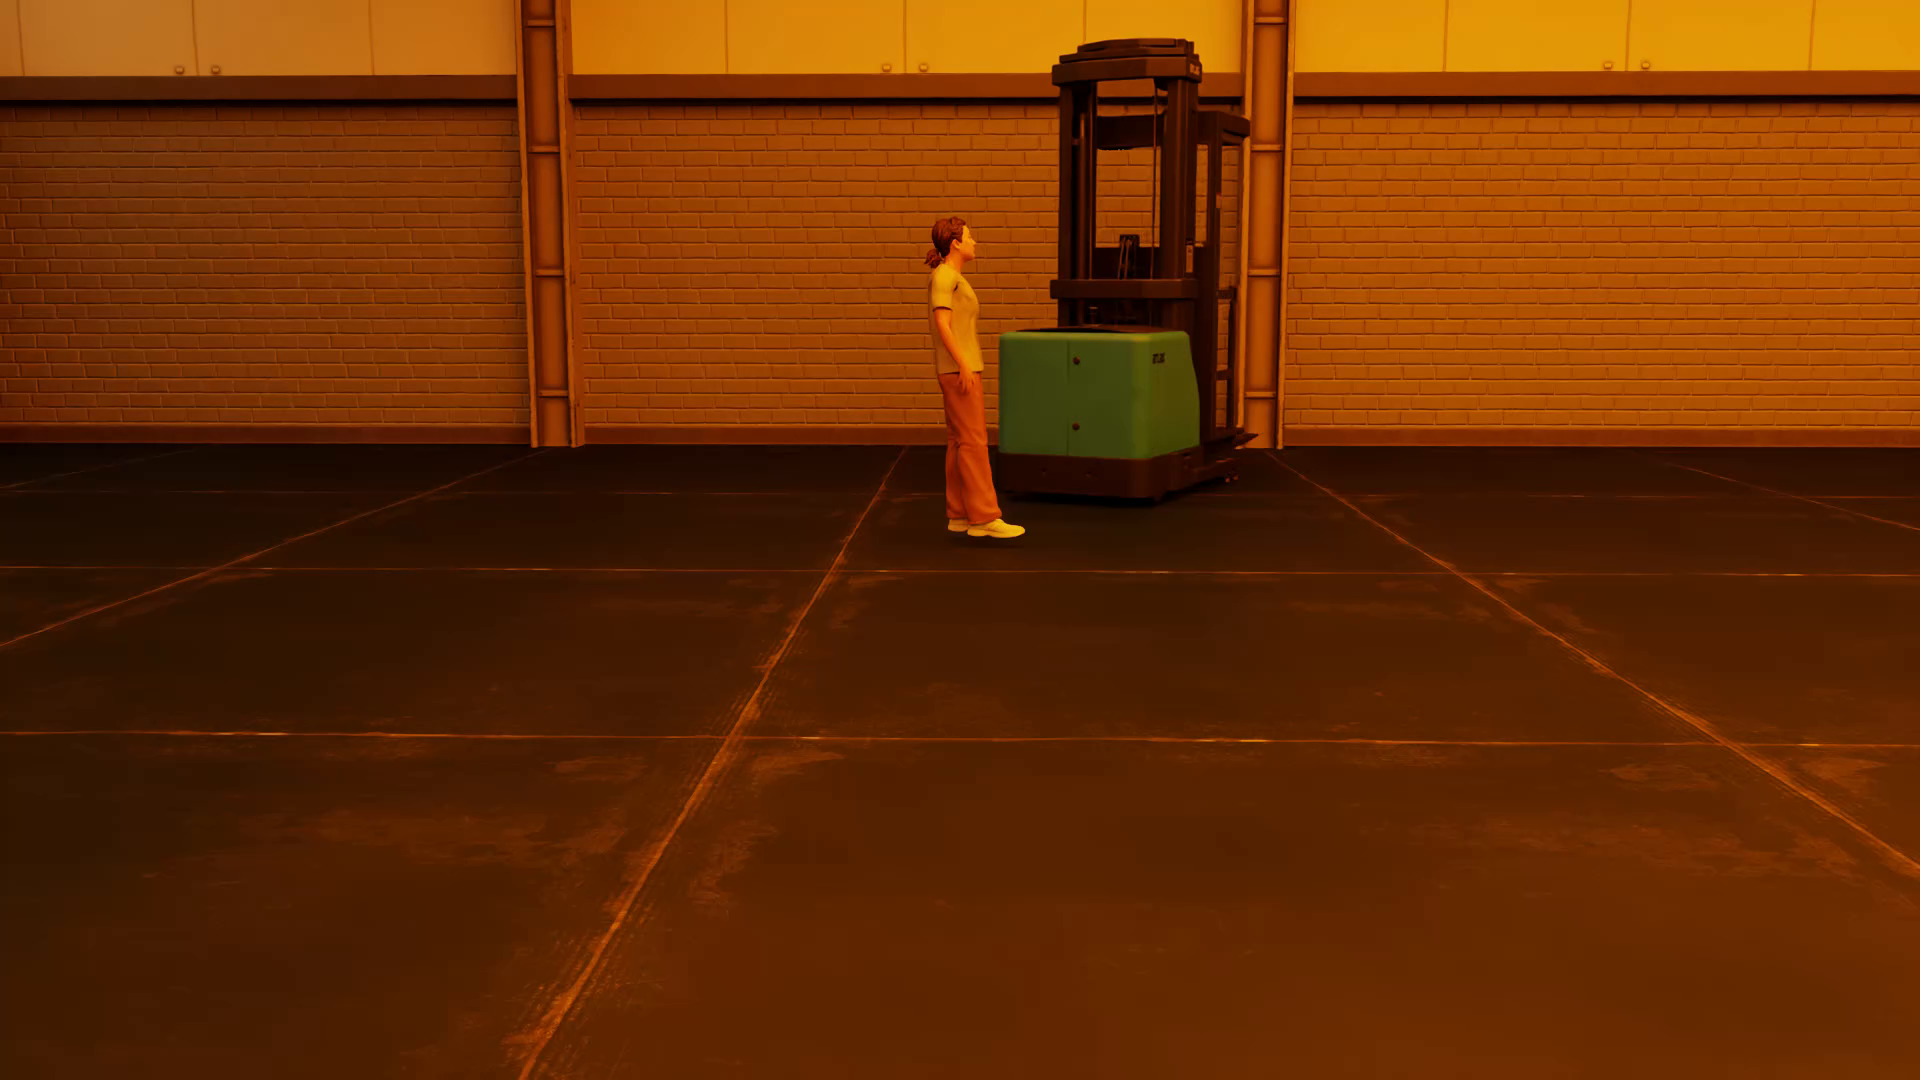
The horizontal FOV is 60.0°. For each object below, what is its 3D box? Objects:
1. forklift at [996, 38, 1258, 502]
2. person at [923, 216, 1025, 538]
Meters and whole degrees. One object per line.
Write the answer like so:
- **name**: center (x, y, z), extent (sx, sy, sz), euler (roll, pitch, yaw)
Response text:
- **forklift**: center (1.338, -1.867, 11.523), extent (1.130, 2.935, 3.031), euler (4, 10, 26)
- **person**: center (0.073, -0.868, 8.856), extent (0.548, 1.662, 0.552), euler (0, 9, 1)
